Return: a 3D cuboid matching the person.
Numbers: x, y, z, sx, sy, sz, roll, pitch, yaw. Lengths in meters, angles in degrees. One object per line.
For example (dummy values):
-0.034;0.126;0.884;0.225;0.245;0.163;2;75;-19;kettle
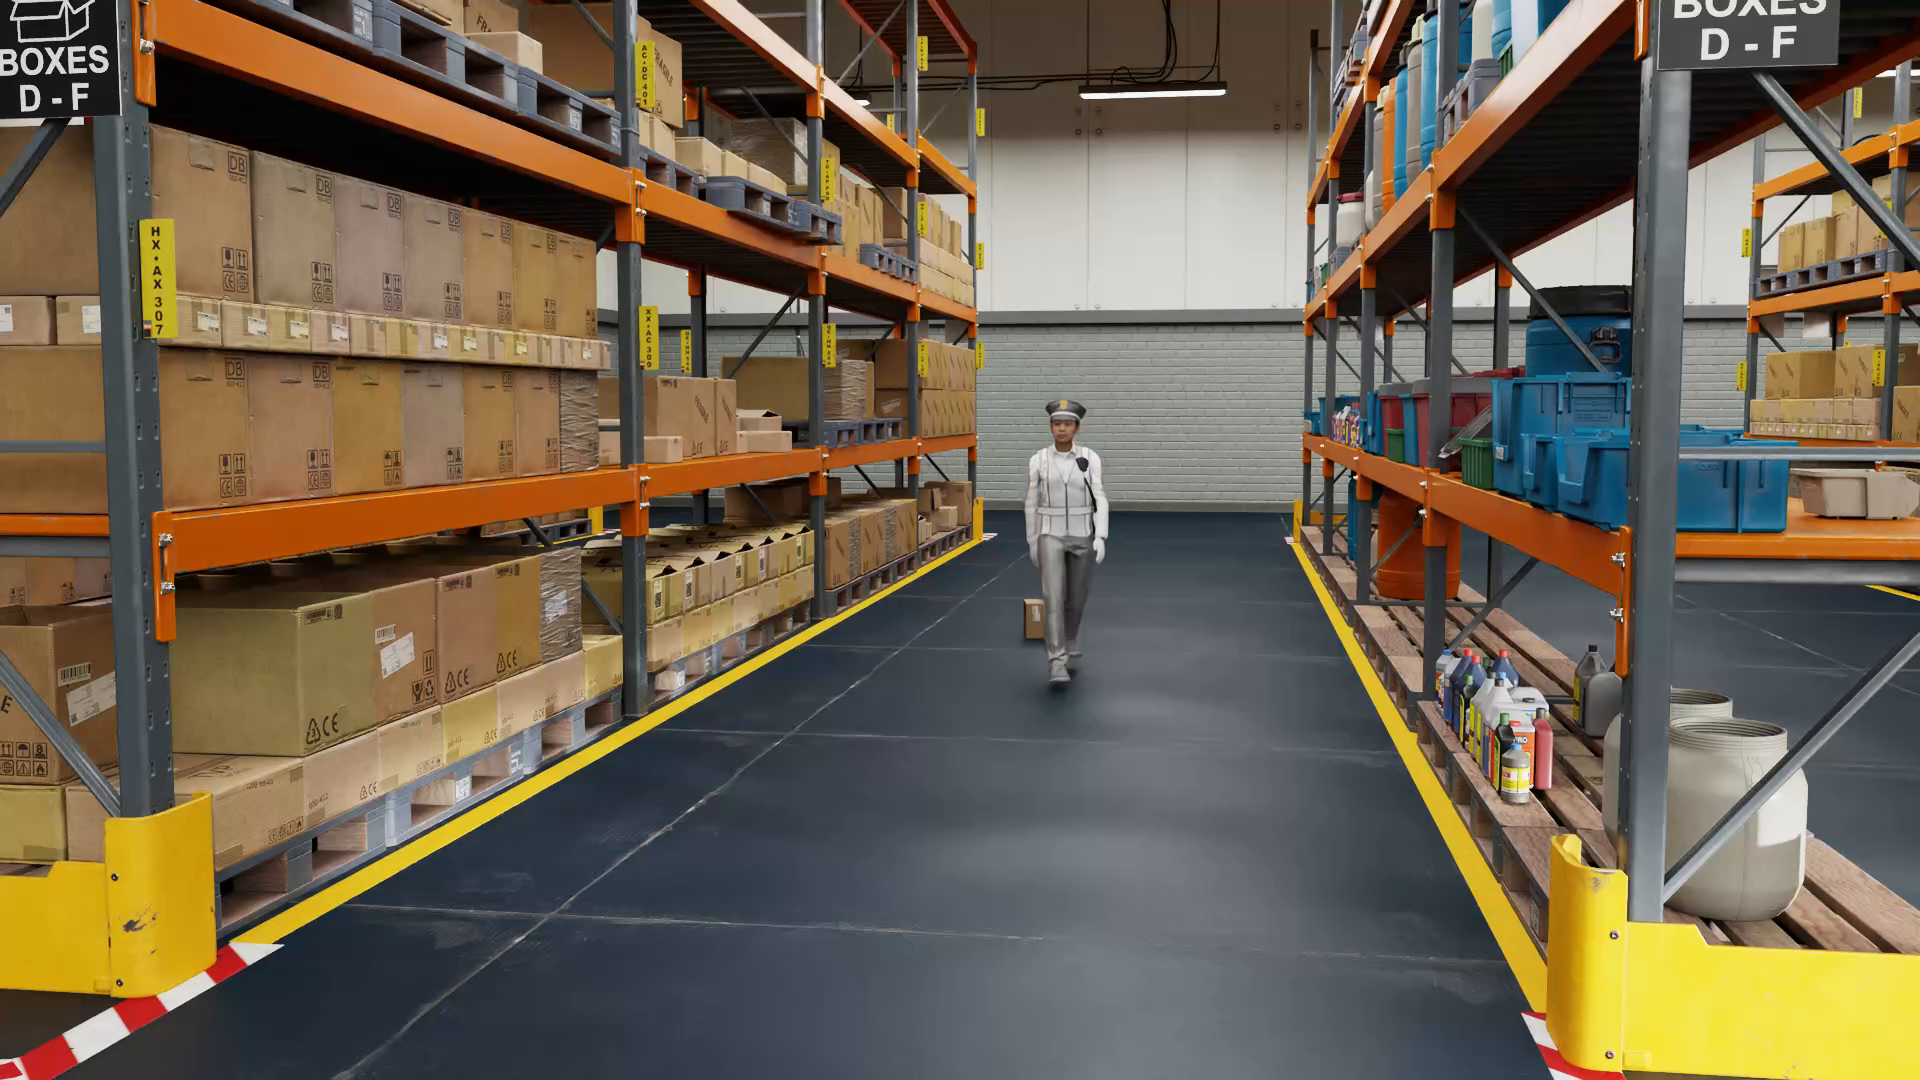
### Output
0.635;-0.017;9.866;0.483;1.636;1.016;0;5;-4;person
